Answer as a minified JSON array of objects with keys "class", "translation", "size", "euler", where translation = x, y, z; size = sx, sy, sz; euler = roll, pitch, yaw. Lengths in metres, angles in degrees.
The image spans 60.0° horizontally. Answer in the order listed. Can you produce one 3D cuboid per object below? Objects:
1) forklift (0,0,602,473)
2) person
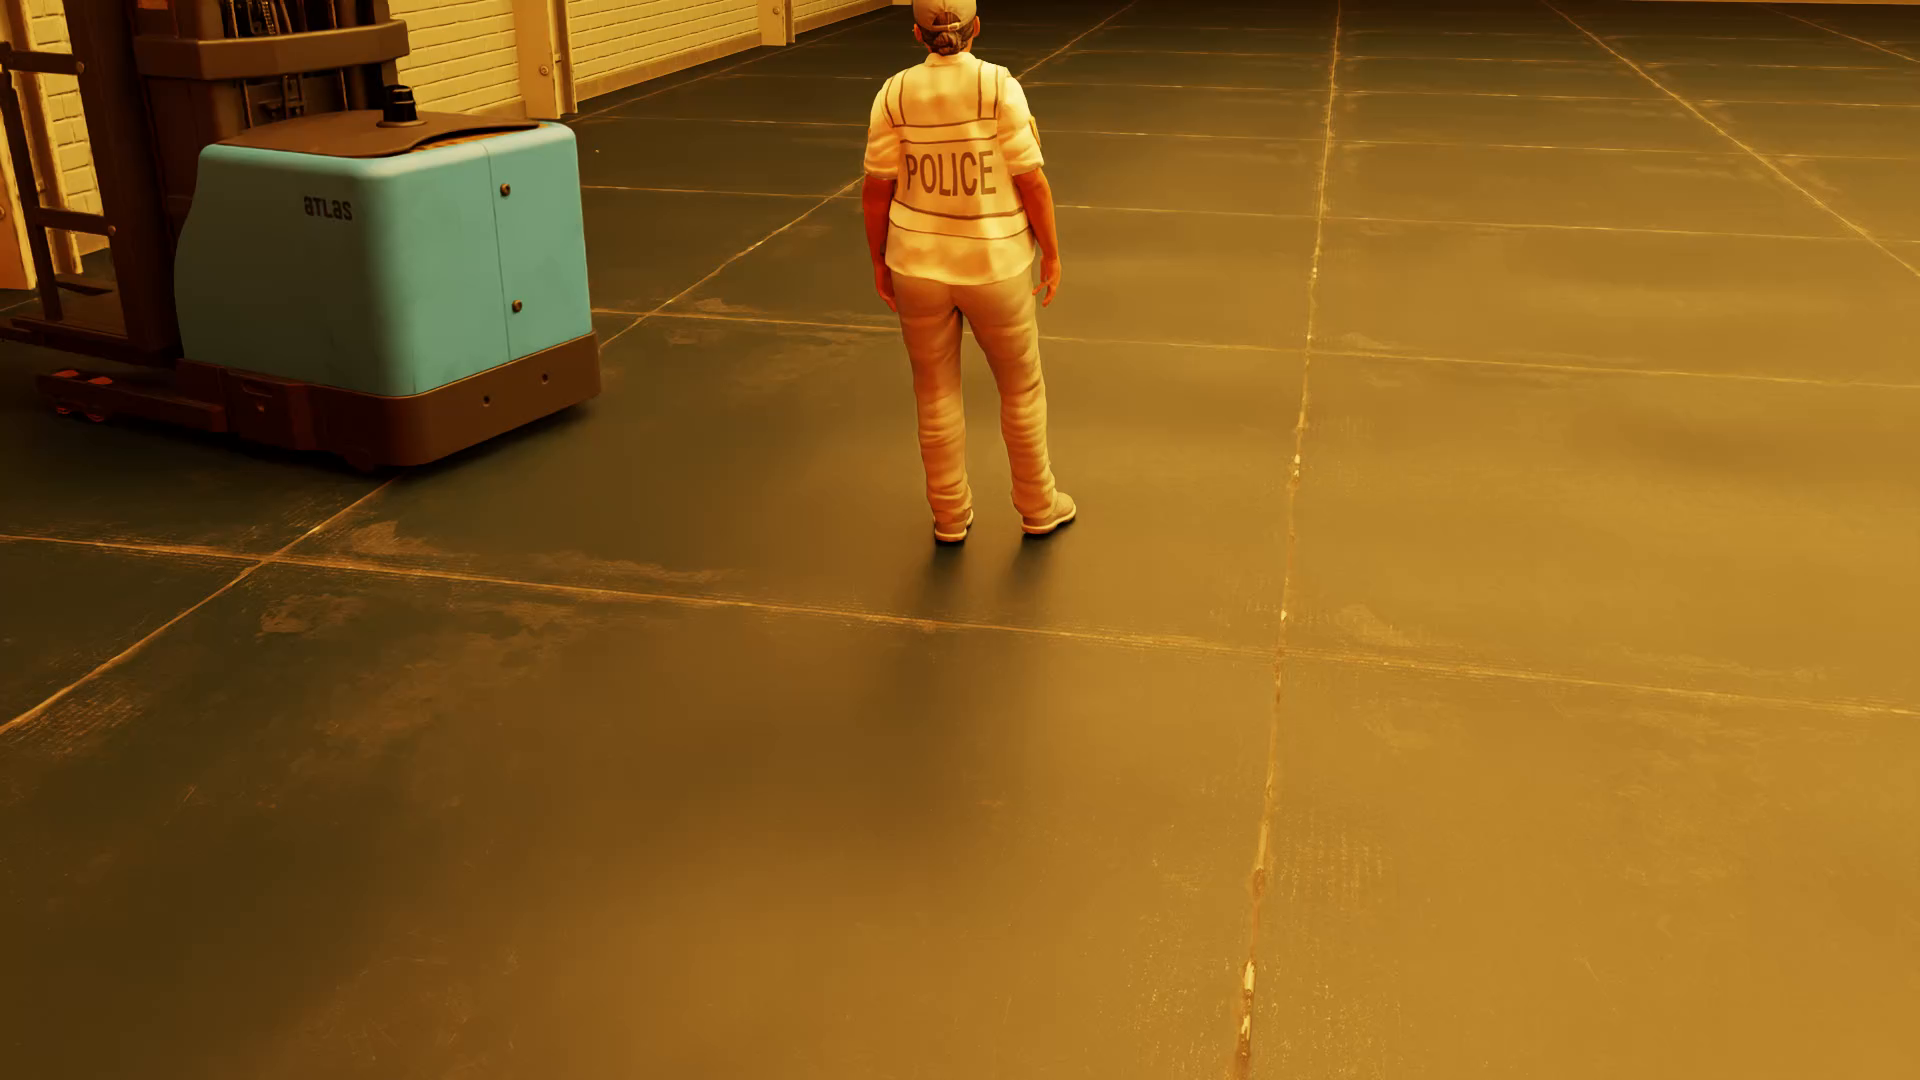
[{"class":"forklift","translation":[-2.914,-1.964,6.083],"size":[3.031,2.935,1.130],"euler":[11,25,26]},{"class":"person","translation":[0.038,-0.805,4.896],"size":[0.599,1.670,0.529],"euler":[5,23,11]}]
